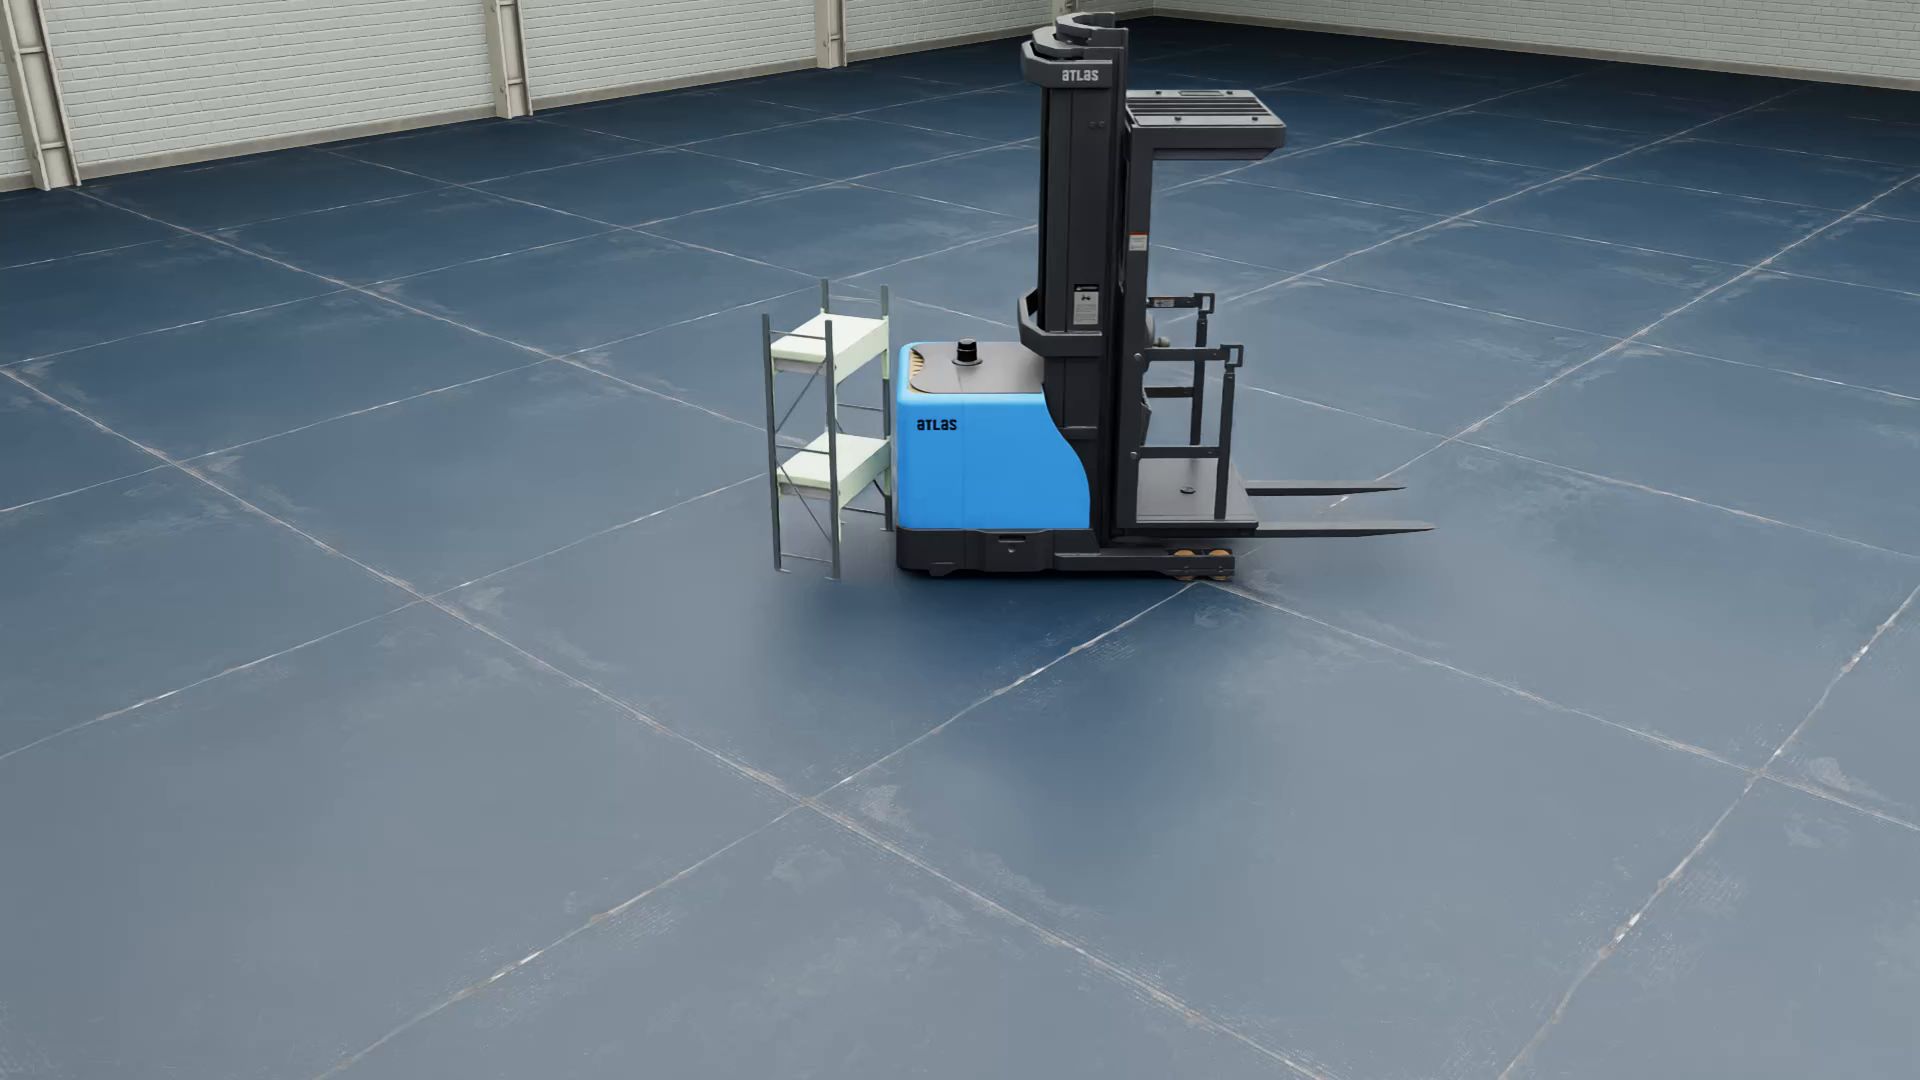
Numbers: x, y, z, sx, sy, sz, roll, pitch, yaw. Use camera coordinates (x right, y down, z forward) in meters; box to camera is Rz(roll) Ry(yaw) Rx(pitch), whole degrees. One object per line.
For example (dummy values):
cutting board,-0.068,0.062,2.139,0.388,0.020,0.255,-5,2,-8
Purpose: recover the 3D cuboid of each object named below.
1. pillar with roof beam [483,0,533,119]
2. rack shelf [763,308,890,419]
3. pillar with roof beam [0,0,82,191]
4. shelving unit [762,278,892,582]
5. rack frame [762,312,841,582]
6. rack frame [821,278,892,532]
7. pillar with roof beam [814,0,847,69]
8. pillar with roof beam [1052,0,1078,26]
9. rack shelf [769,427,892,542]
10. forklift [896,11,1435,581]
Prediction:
pillar with roof beam,-2.864,-8.714,18.186,9.100,9.000,0.400,20,31,38
rack shelf,-0.723,-0.980,9.148,0.431,0.370,0.720,9,26,19
pillar with roof beam,-6.869,-6.886,14.109,9.100,9.000,0.400,20,31,38
shelving unit,-0.723,-0.624,9.308,0.431,1.500,0.755,9,26,19
rack frame,-0.854,-0.484,8.996,0.400,1.500,0.023,9,26,19
rack frame,-0.592,-0.763,9.619,0.400,1.500,0.023,9,26,19
pillar with roof beam,1.140,-10.542,22.263,9.100,9.000,0.400,20,31,38
pillar with roof beam,5.145,-12.370,26.340,9.100,9.000,0.400,20,31,38
rack shelf,-0.723,-0.326,9.441,0.431,0.370,0.720,9,26,19
forklift,1.156,-1.329,9.131,3.031,2.935,1.130,0,24,-1
